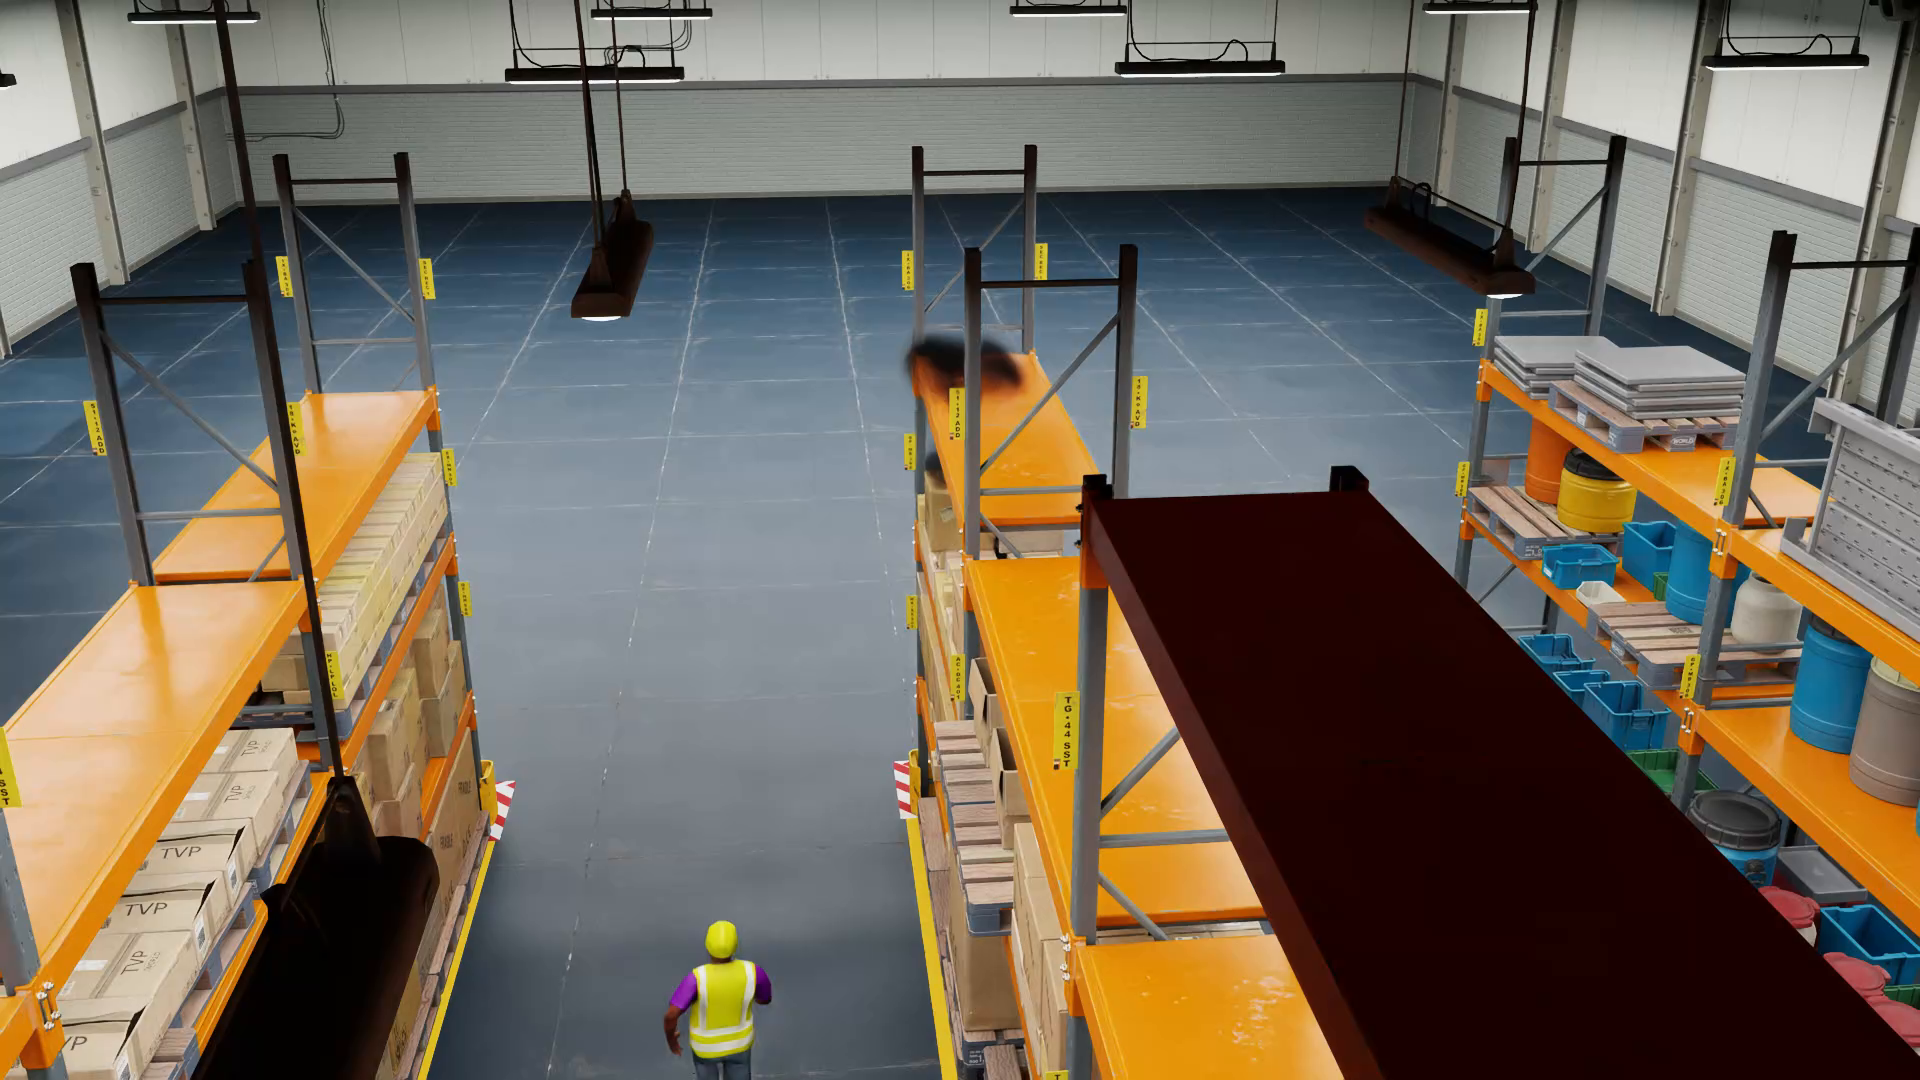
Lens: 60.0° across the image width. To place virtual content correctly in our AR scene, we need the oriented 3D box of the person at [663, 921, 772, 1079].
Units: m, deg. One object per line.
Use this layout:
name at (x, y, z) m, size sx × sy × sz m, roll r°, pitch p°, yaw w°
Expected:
person at (-1.585, 3.278, 10.948) m, size 0.726 × 1.718 × 0.830 m, roll -5°, pitch 22°, yaw -13°
